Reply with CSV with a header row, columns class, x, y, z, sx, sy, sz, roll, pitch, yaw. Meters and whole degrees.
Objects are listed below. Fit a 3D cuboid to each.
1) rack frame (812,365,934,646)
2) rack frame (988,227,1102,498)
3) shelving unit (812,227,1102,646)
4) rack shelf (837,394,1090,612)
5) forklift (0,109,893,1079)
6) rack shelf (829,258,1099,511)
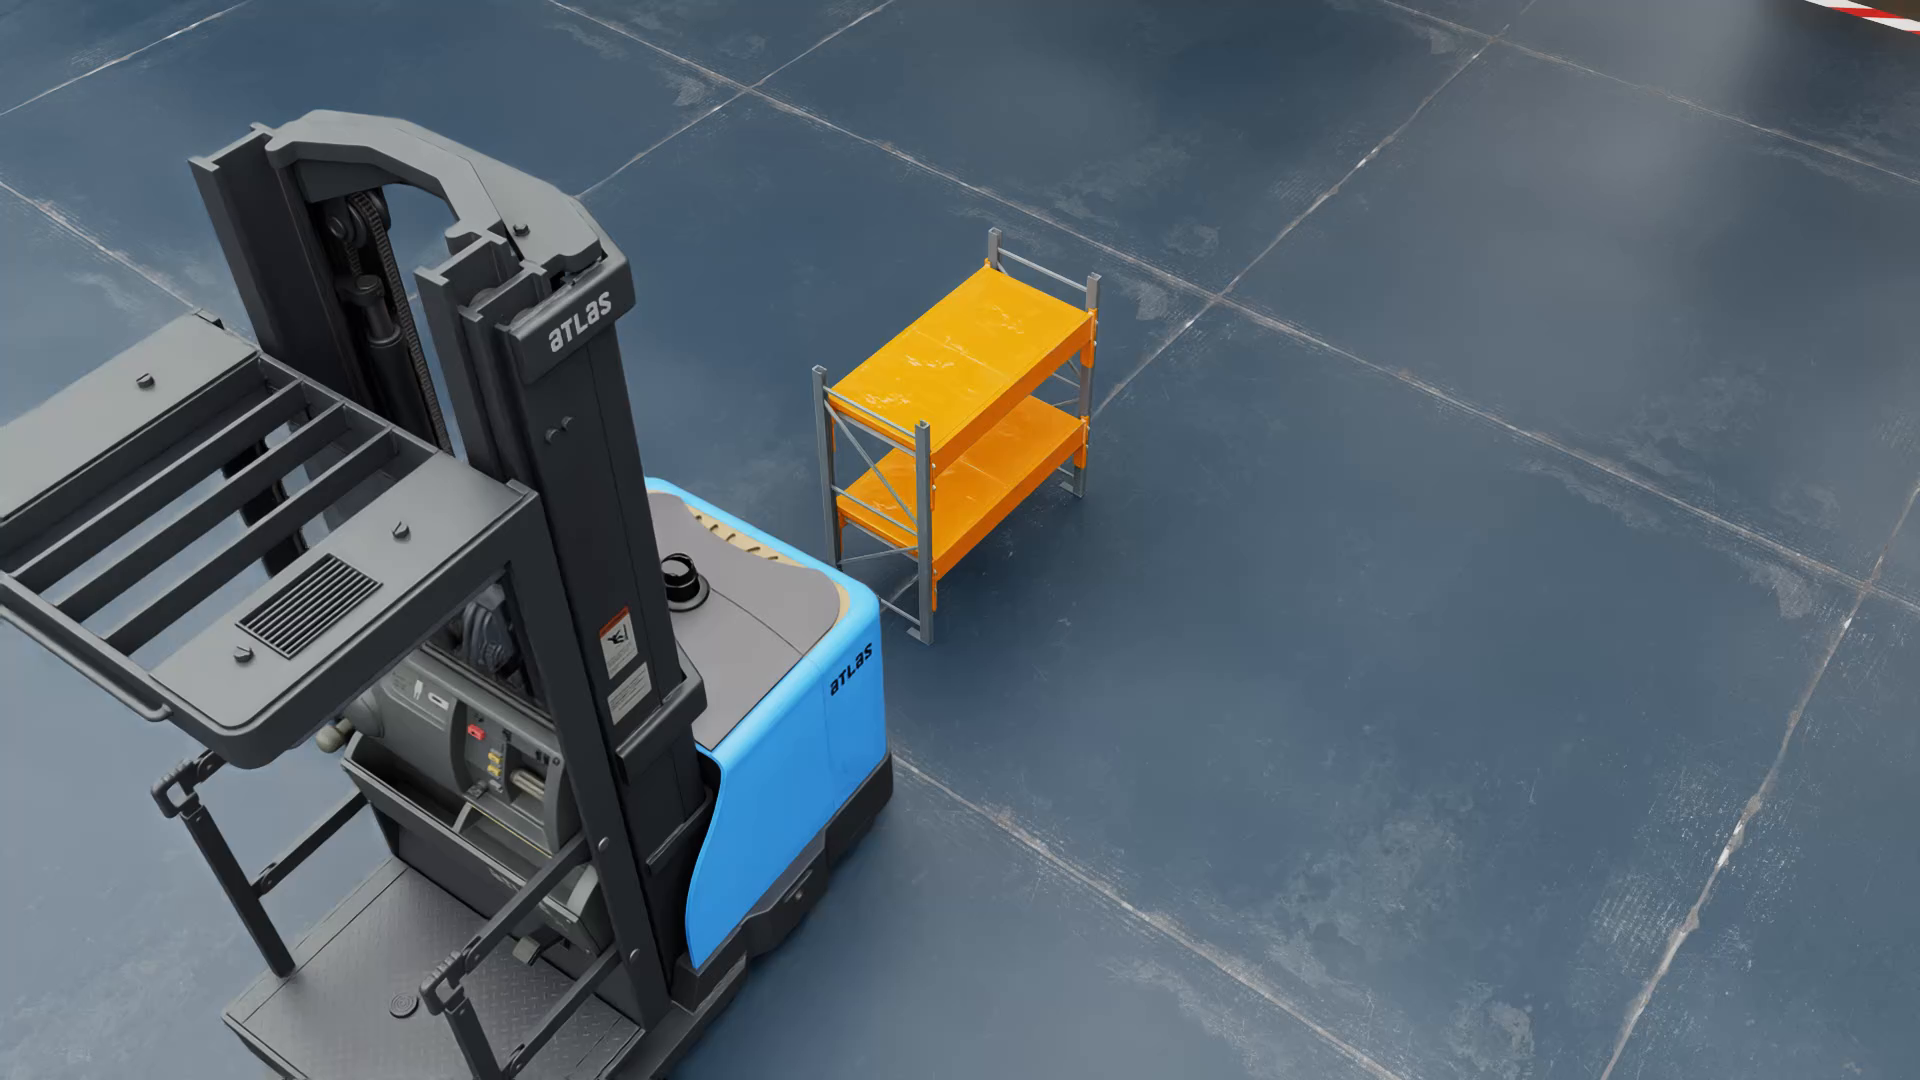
class,x,y,z,sx,sy,sz,roll,pitch,yaw
rack frame,-0.307,-0.102,6.069,0.500,1.125,0.032,29,53,25
rack frame,0.315,-0.683,6.625,0.500,1.125,0.032,29,53,25
shelving unit,0.004,-0.392,6.347,0.538,1.125,1.048,29,53,25
rack shelf,0.004,-0.224,6.524,0.538,0.278,1.000,29,53,25
forklift,-1.481,0.574,4.174,1.130,2.935,3.031,26,52,23
rack shelf,0.004,-0.595,6.135,0.538,0.278,1.000,29,53,25
